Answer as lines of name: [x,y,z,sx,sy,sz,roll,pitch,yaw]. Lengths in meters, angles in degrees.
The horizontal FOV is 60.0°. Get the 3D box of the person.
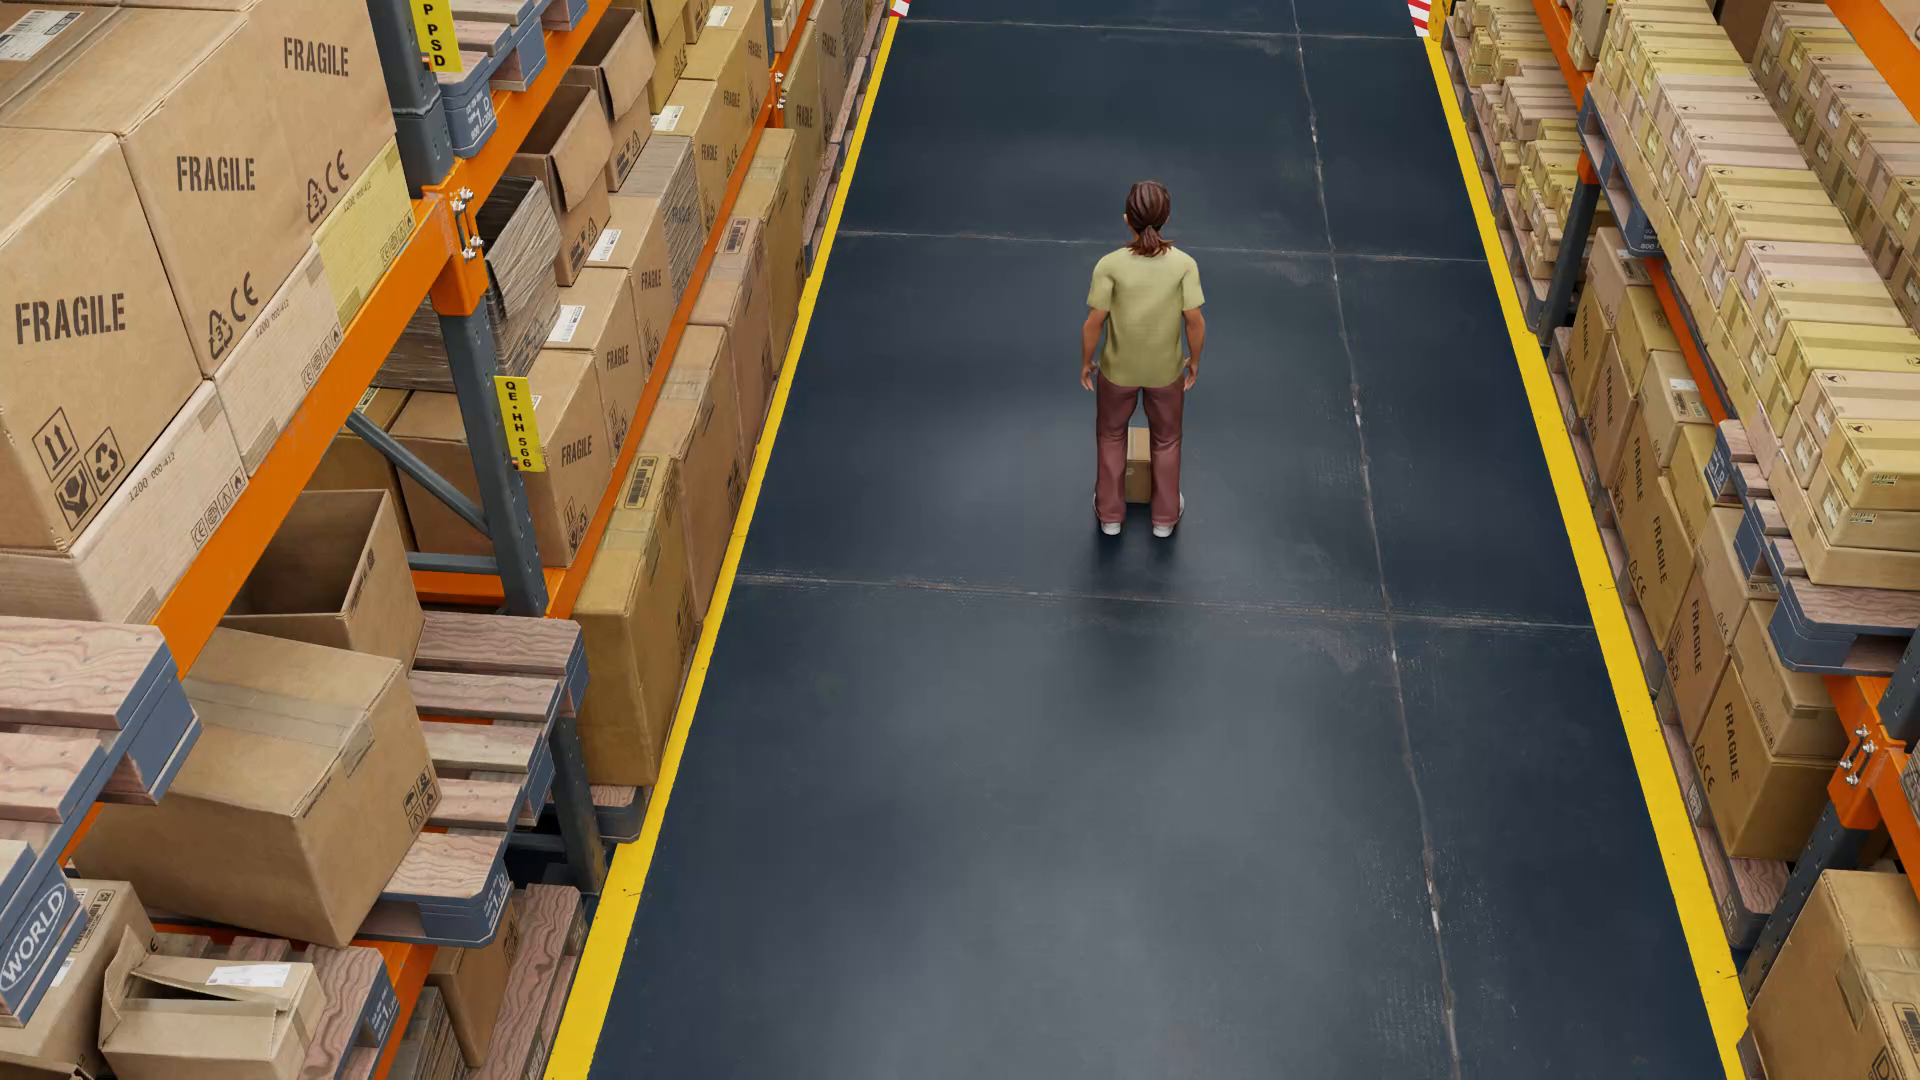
person: [0.765,-0.731,7.023,0.521,1.672,0.365,1,40,1]
